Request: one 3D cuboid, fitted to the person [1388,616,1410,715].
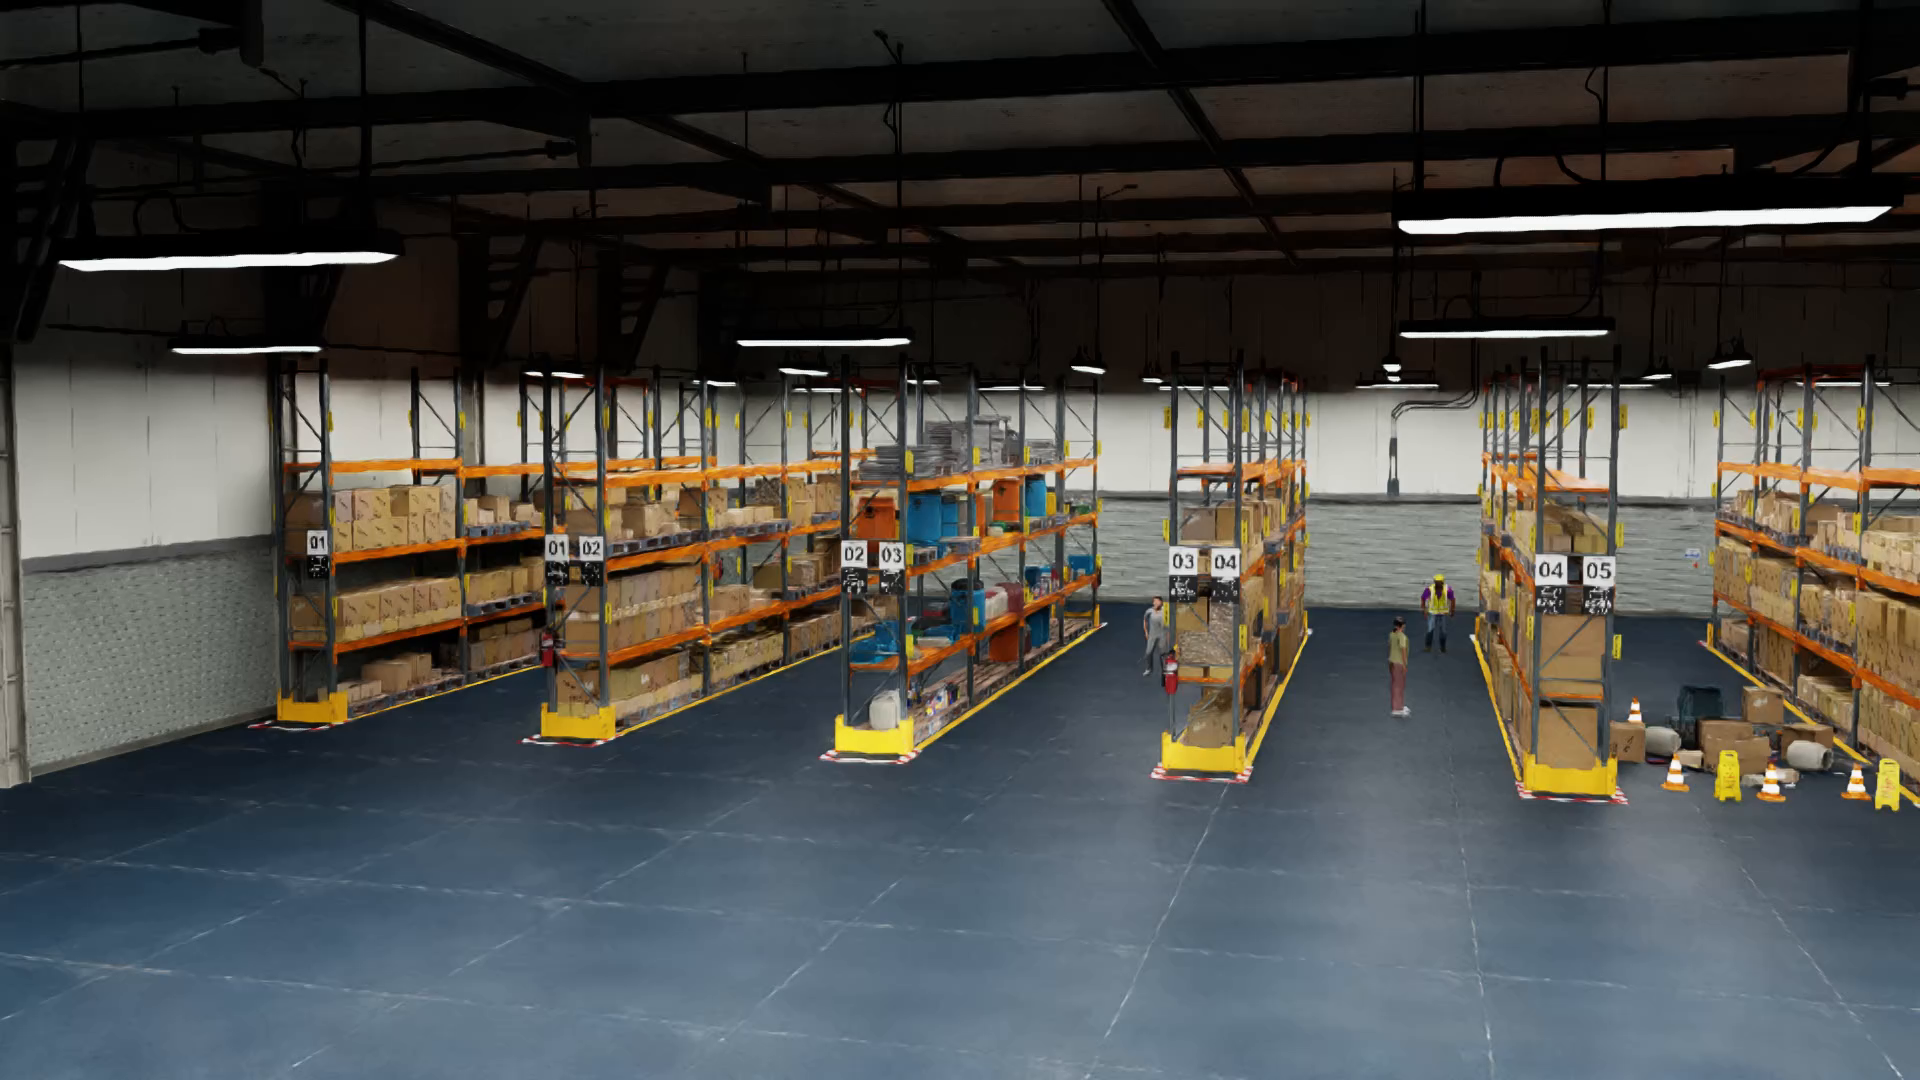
[{"bbox_3d":[7.497,2.120,28.271,0.441,1.675,0.498,-1,4,-16],"label":"person"}]

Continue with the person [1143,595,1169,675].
[{"bbox_3d":[3.865,1.864,32.510,0.580,1.619,0.507,1,4,13],"label":"person"}]

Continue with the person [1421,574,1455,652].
[{"bbox_3d":[10.323,1.571,35.930,0.719,1.714,0.572,1,4,14],"label":"person"}]

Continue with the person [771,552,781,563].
[{"bbox_3d":[-4.582,1.141,42.139,0.682,1.676,0.535,1,4,13],"label":"person"}]
